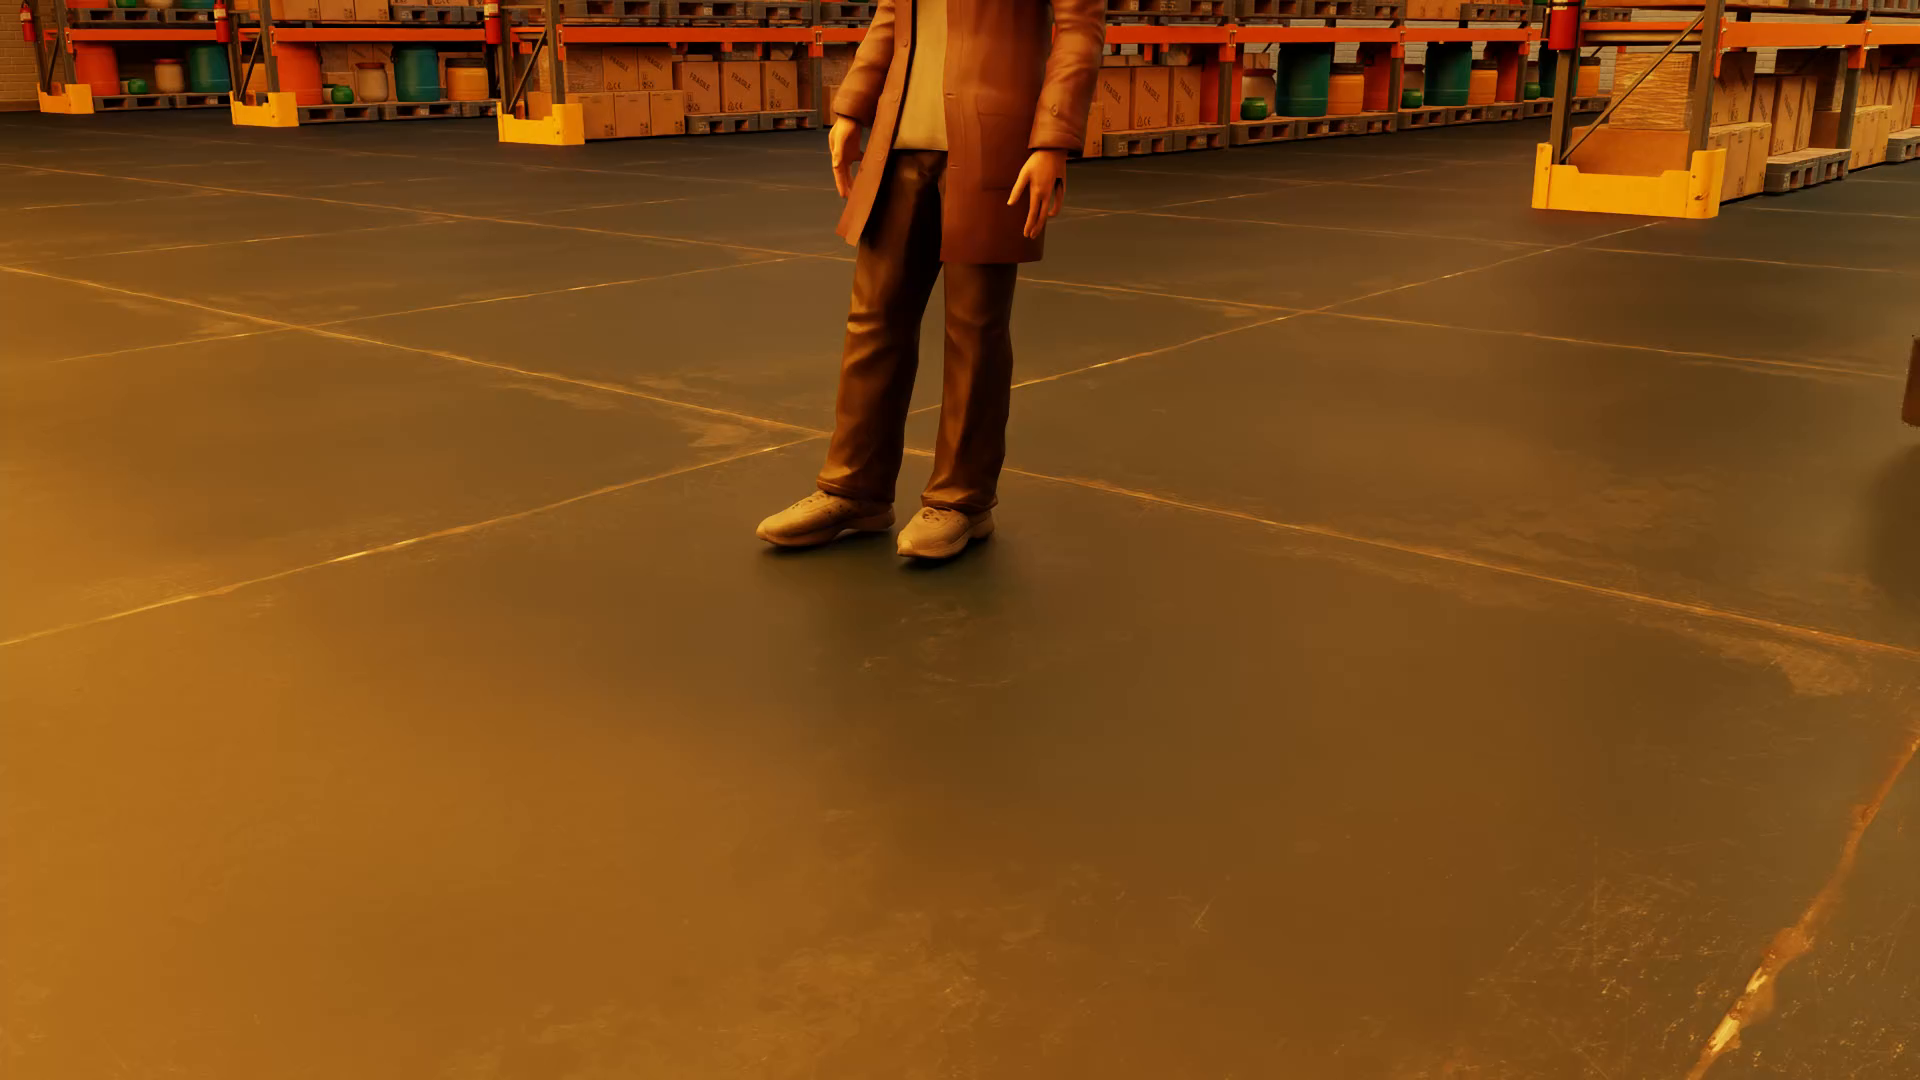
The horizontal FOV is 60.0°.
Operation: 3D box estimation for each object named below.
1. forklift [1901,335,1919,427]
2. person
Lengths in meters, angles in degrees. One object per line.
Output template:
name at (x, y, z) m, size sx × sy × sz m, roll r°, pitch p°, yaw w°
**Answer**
forklift at (4.300, -1.618, 4.226) m, size 3.031 × 2.935 × 1.130 m, roll -3°, pitch 17°, yaw -9°
person at (-0.062, -0.838, 3.618) m, size 0.696 × 1.776 × 0.582 m, roll 13°, pitch 21°, yaw 37°
